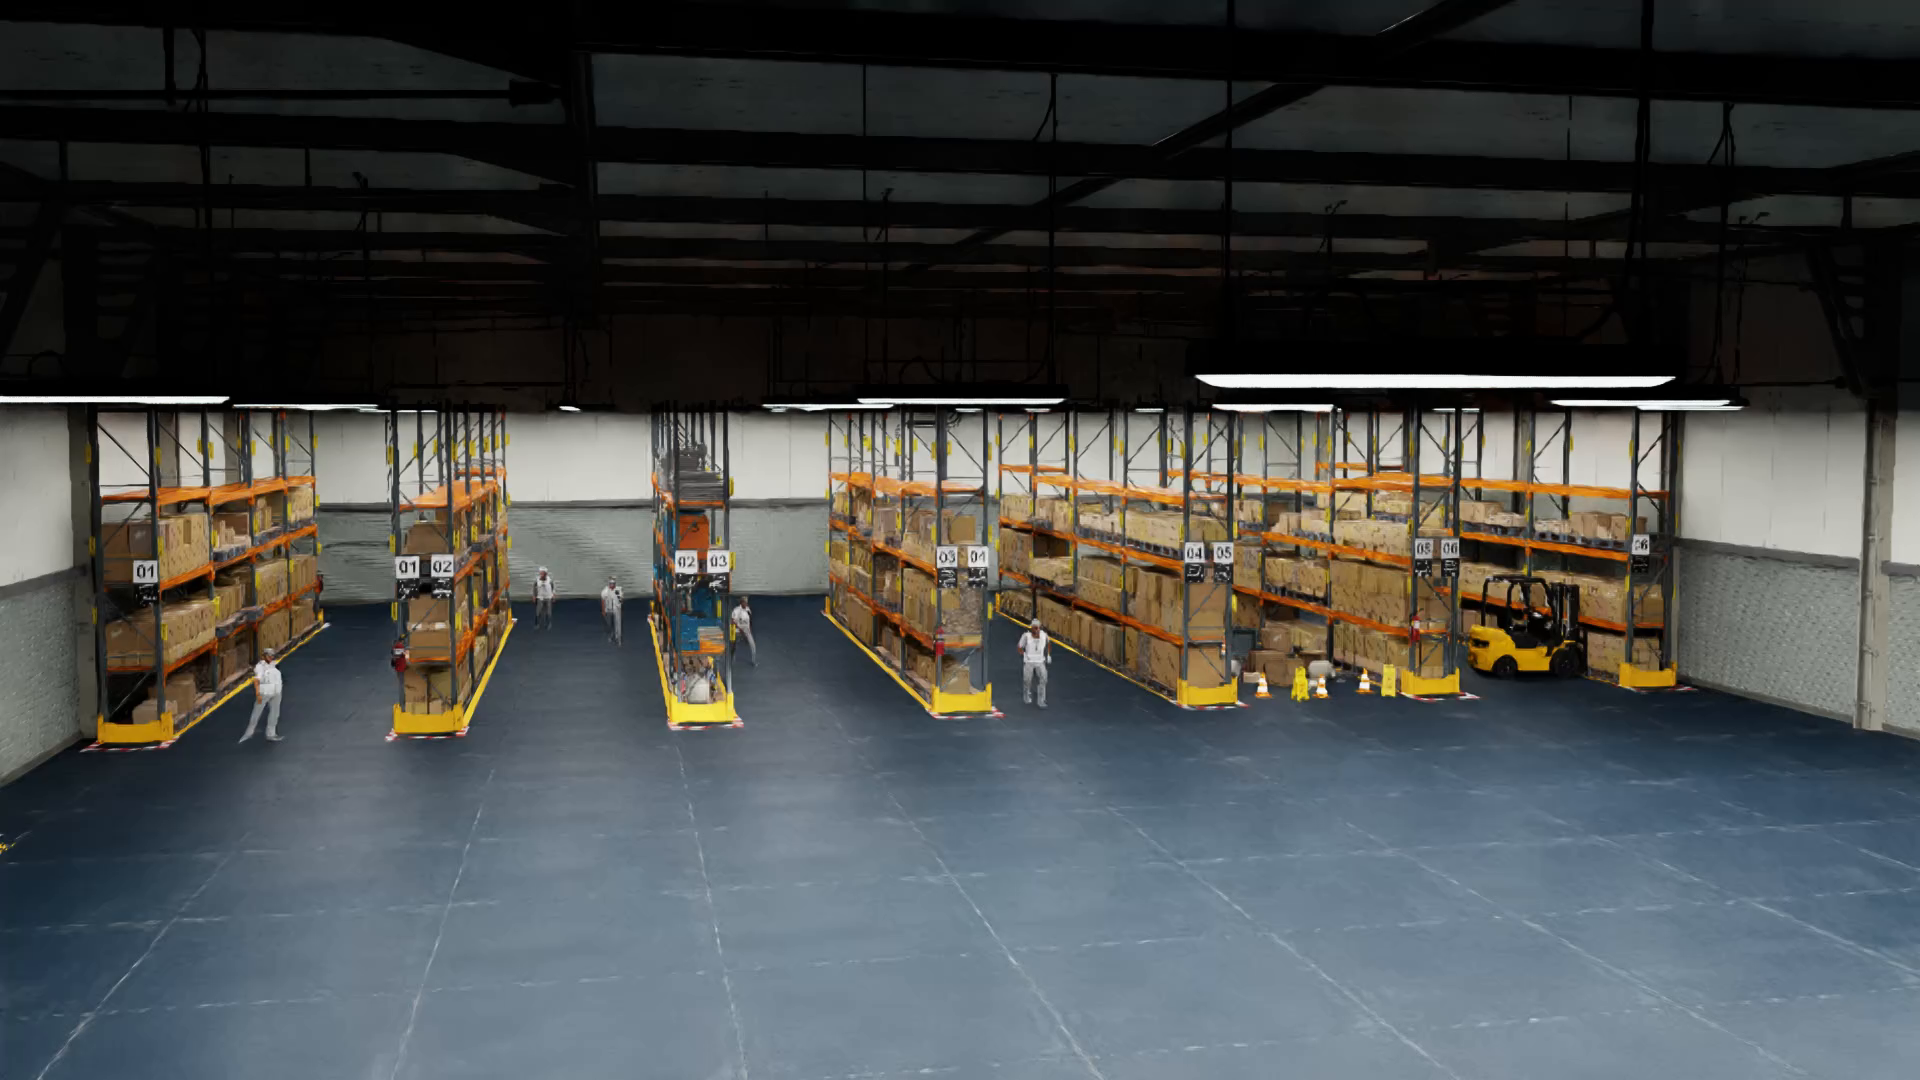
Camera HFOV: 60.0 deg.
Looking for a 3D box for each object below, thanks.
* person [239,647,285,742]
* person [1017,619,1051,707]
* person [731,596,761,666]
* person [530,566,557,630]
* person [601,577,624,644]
[{"bbox_3d":[-12.250,2.709,29.135,0.519,1.656,0.713,3,5,32],"label":"person"},{"bbox_3d":[1.479,2.392,32.774,0.719,1.715,0.843,-1,4,-8],"label":"person"},{"bbox_3d":[-4.962,2.058,37.882,0.622,1.608,0.822,-2,5,-28],"label":"person"},{"bbox_3d":[-11.072,1.538,44.215,0.677,1.726,0.574,-1,4,-14],"label":"person"},{"bbox_3d":[-8.691,1.740,41.557,0.542,1.672,1.126,-1,4,-9],"label":"person"}]
